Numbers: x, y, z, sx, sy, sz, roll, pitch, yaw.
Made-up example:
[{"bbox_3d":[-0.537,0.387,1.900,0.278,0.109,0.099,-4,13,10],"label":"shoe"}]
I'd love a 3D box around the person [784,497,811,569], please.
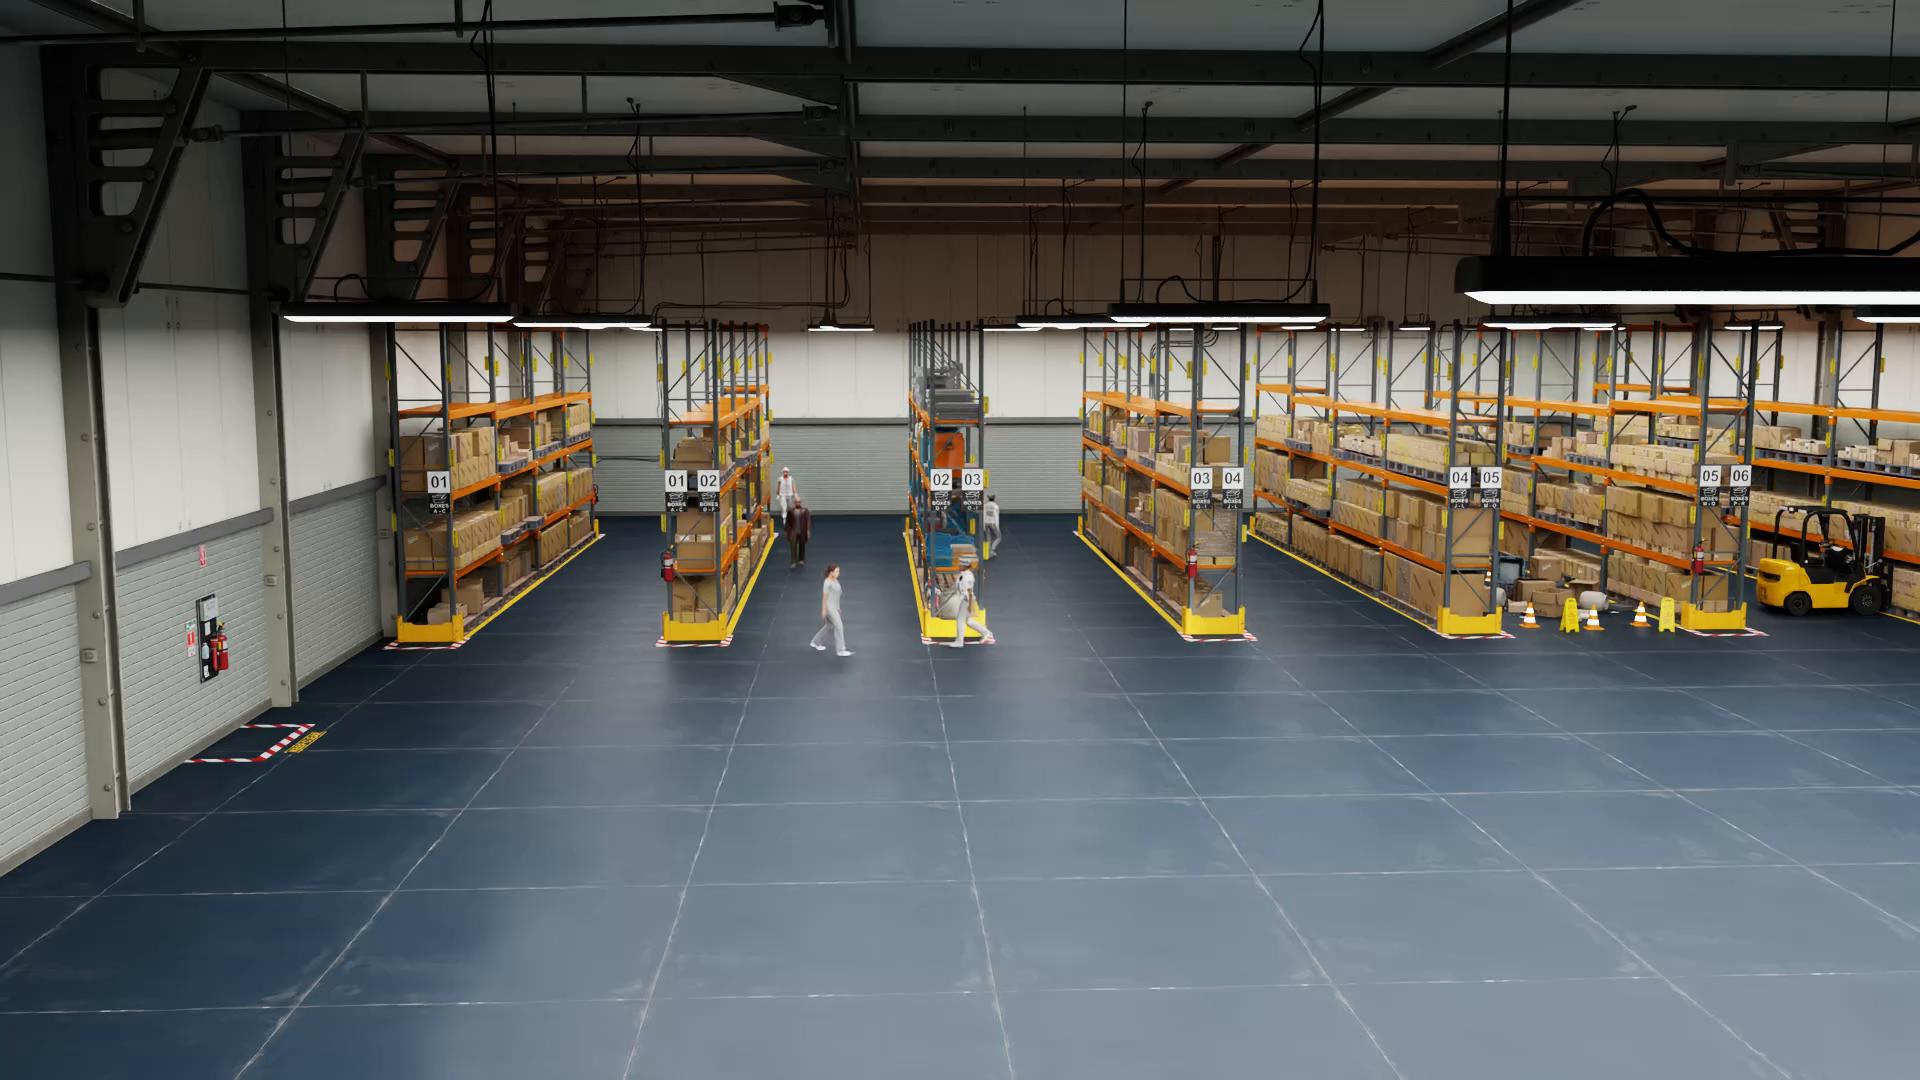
[{"bbox_3d":[-3.990,-0.198,40.799,0.681,1.719,1.103,0,7,-2],"label":"person"}]

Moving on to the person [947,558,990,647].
[{"bbox_3d":[0.167,1.138,30.568,0.809,1.646,0.539,0,7,-3],"label":"person"}]

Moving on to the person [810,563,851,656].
[{"bbox_3d":[-2.328,1.230,29.847,0.880,1.640,0.455,2,7,14],"label":"person"}]

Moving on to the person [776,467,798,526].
[{"bbox_3d":[-5.187,-1.315,49.869,0.601,1.741,1.093,-2,7,-17],"label":"person"}]

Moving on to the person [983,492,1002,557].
[{"bbox_3d":[0.793,-0.382,42.717,0.543,1.685,0.450,6,9,41],"label":"person"}]
